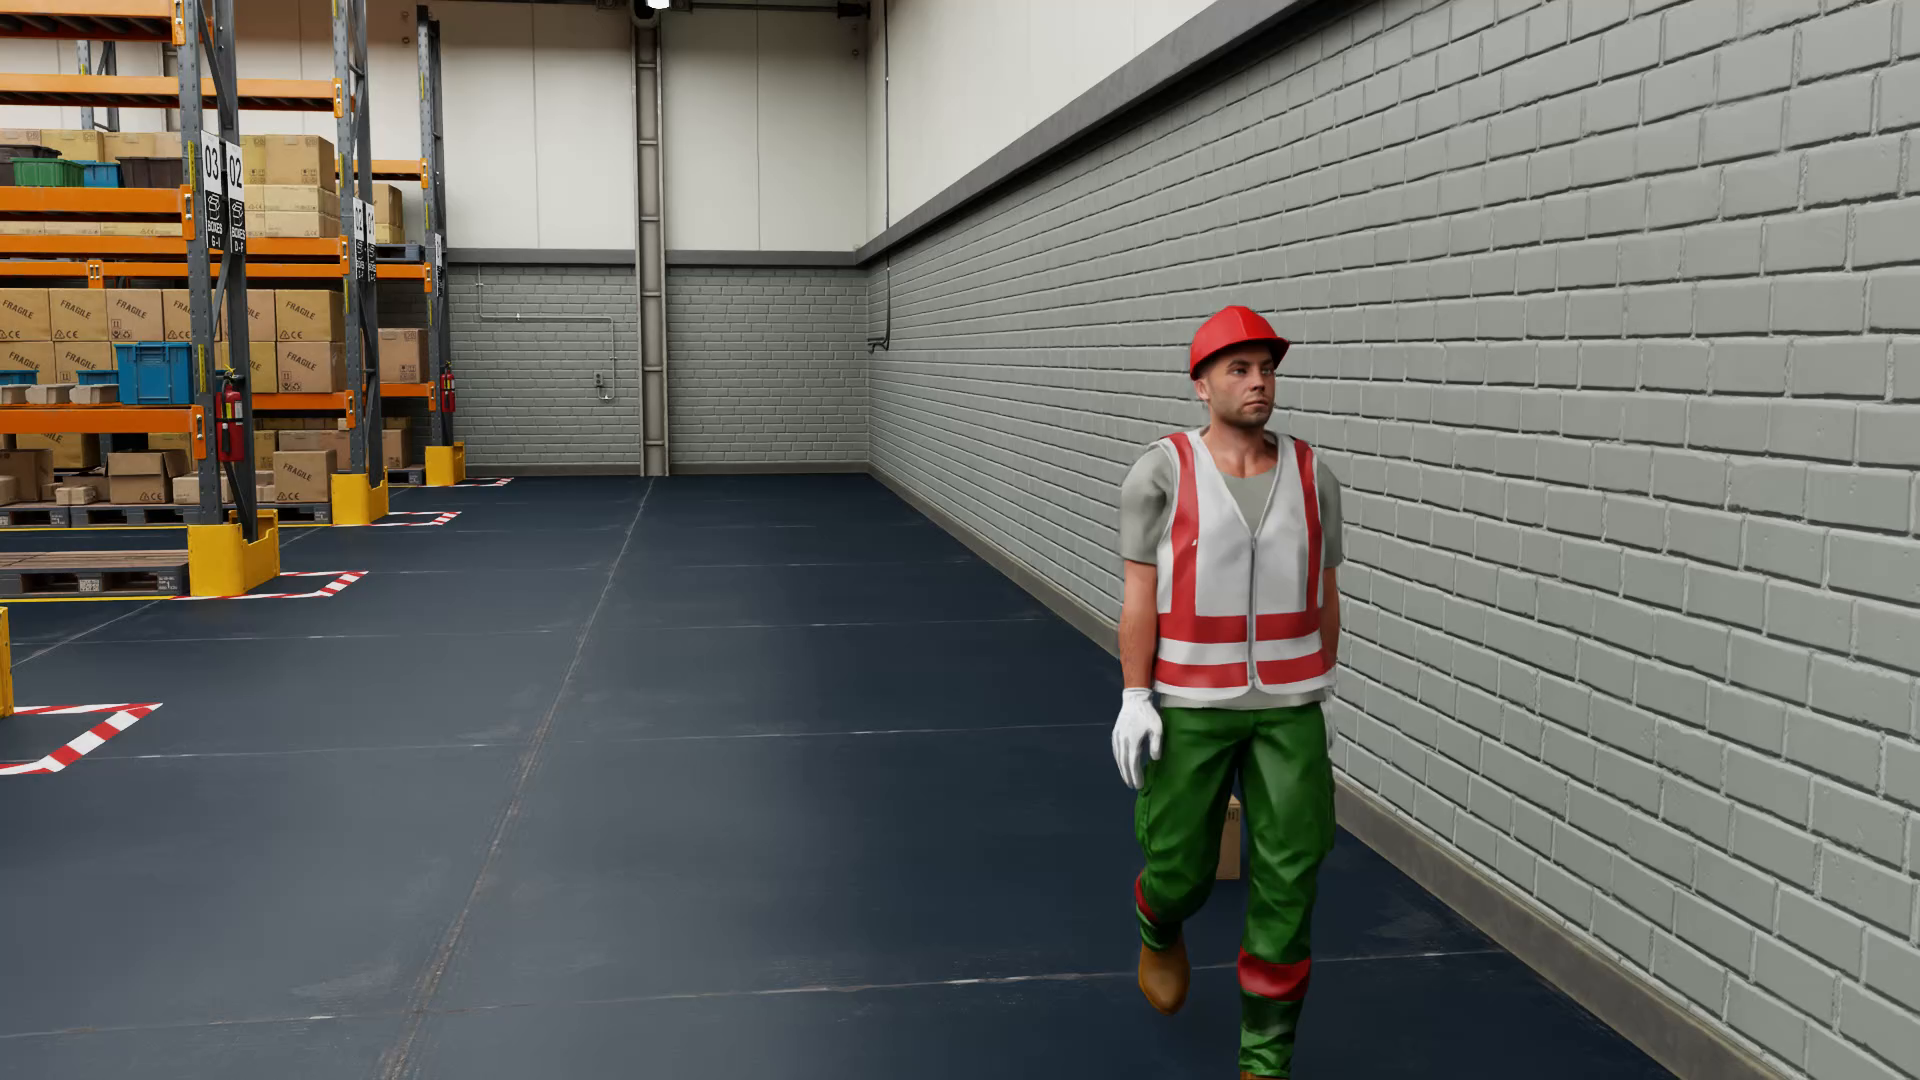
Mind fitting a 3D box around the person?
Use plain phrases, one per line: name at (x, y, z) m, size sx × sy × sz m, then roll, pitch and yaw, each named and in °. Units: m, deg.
person at (0.603, 0.364, 3.750) m, size 0.543 × 1.770 × 0.759 m, roll 0°, pitch 6°, yaw -2°
